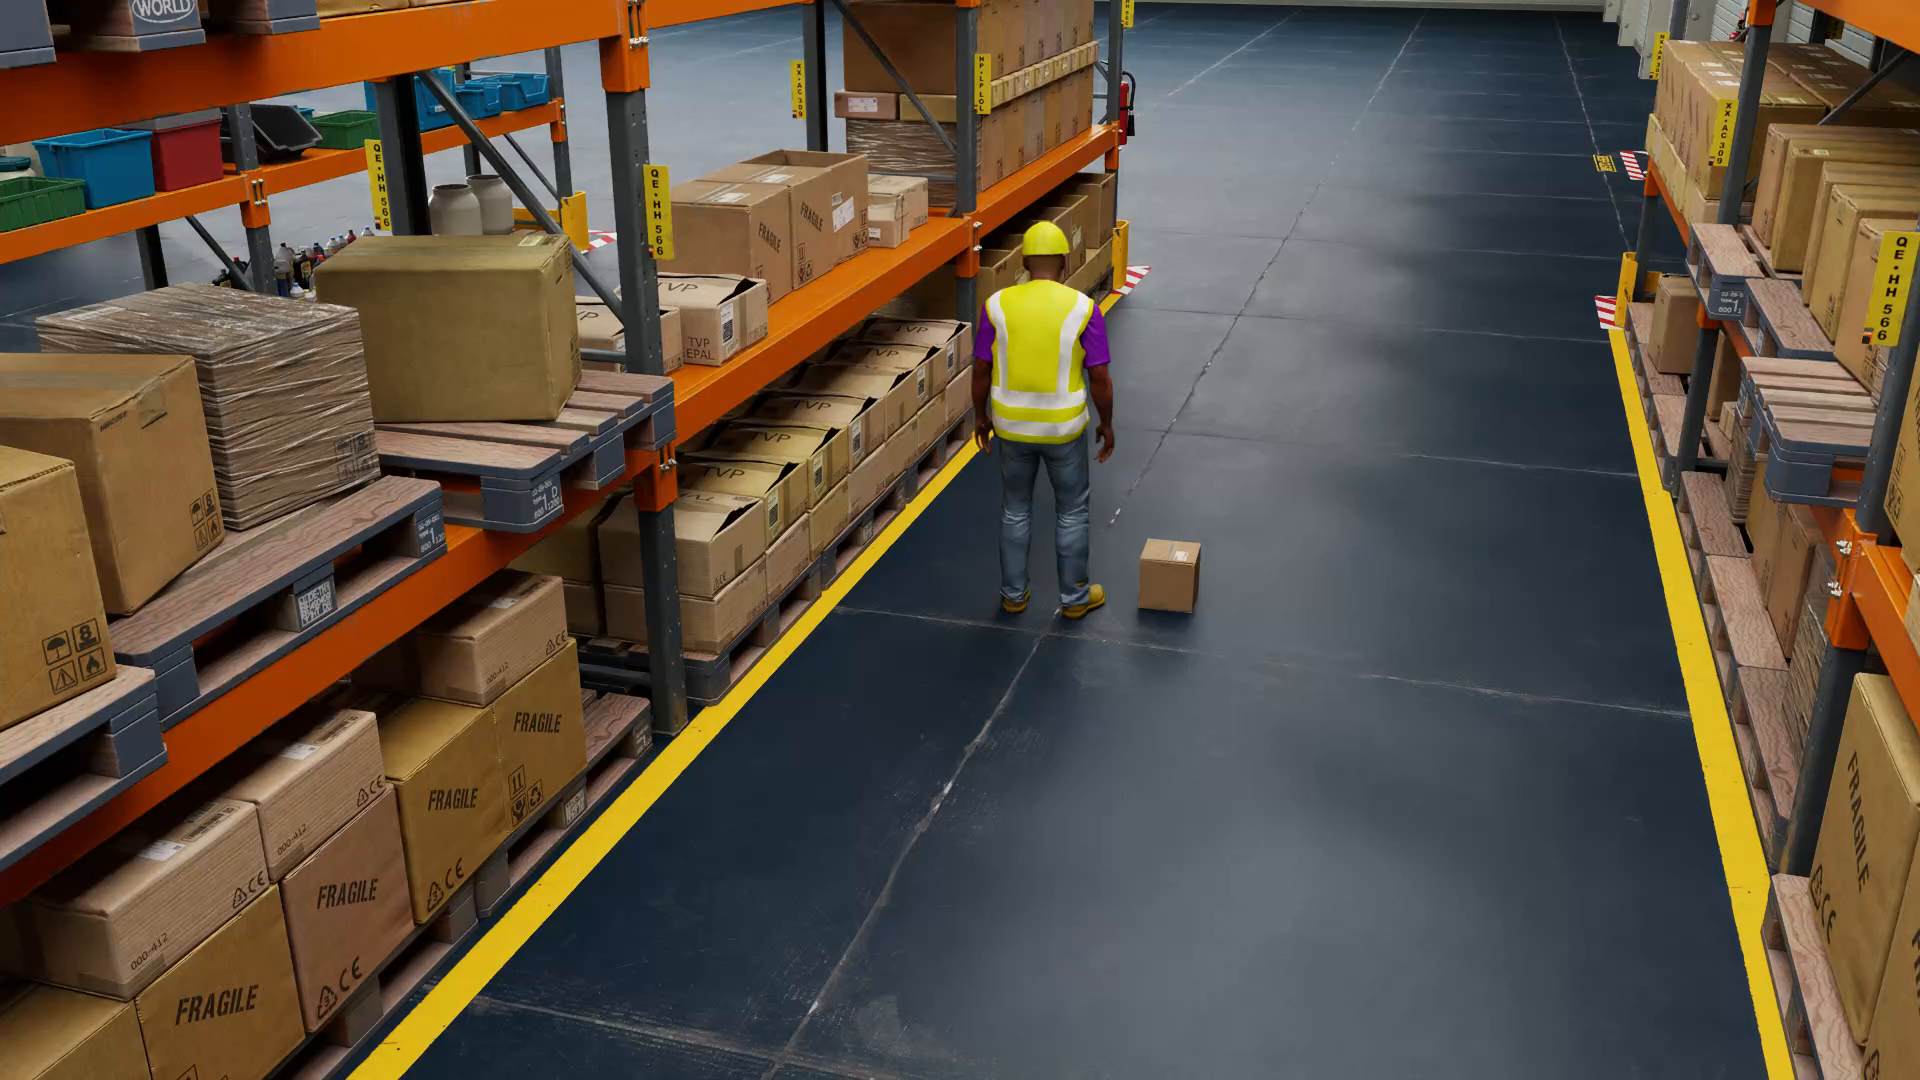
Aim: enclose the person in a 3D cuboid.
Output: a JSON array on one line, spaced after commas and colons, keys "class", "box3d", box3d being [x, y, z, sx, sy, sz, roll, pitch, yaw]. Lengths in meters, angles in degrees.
[{"class": "person", "box3d": [0.371, -0.518, 7.358, 0.635, 1.760, 0.462, 6, 23, 15]}]
